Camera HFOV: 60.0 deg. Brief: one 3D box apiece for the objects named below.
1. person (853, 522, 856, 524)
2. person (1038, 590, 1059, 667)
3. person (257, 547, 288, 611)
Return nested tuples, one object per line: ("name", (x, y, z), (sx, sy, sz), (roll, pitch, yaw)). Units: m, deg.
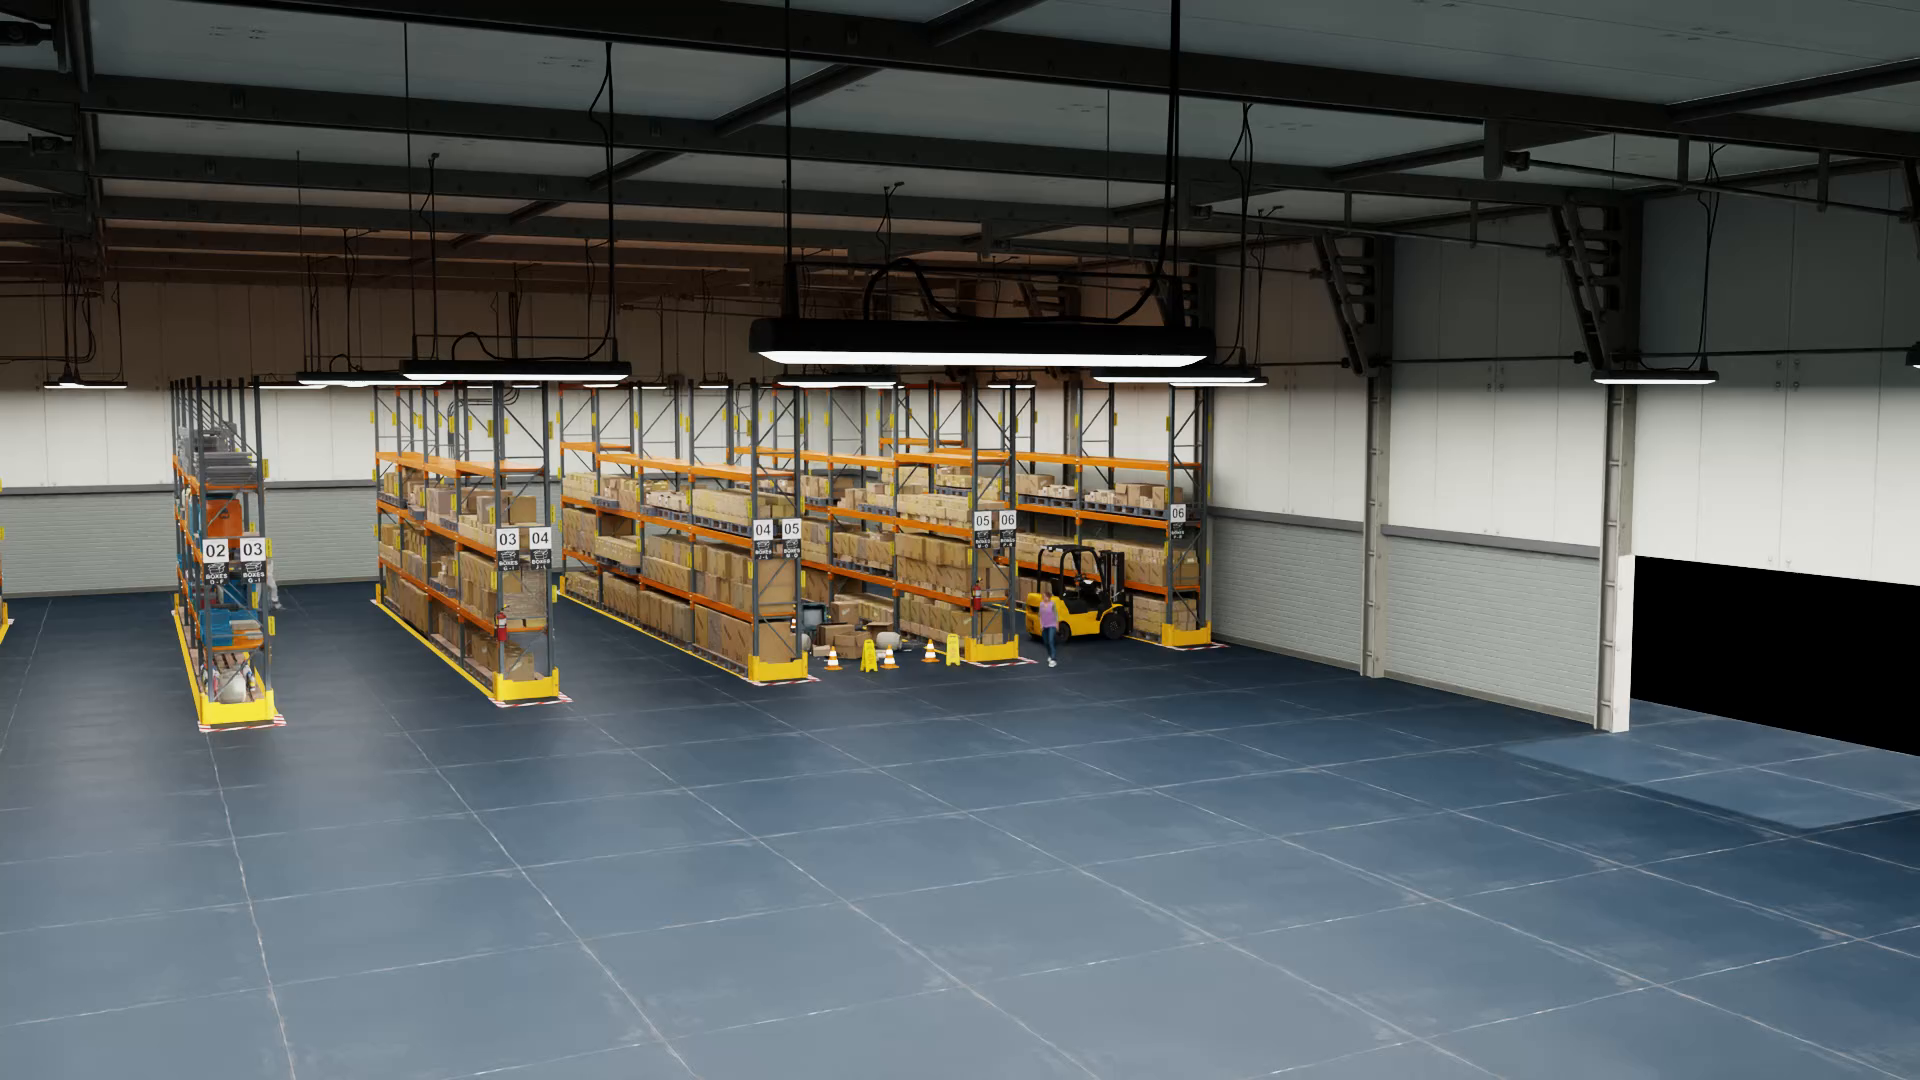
("person", (-3.365, 0.200, 53.303), (0.884, 1.566, 0.444), (-5, 7, -44))
("person", (1.912, 1.836, 35.000), (0.521, 1.556, 0.699), (4, 7, 39))
("person", (-18.093, 0.979, 43.415), (0.532, 1.764, 0.860), (3, 6, 34))
